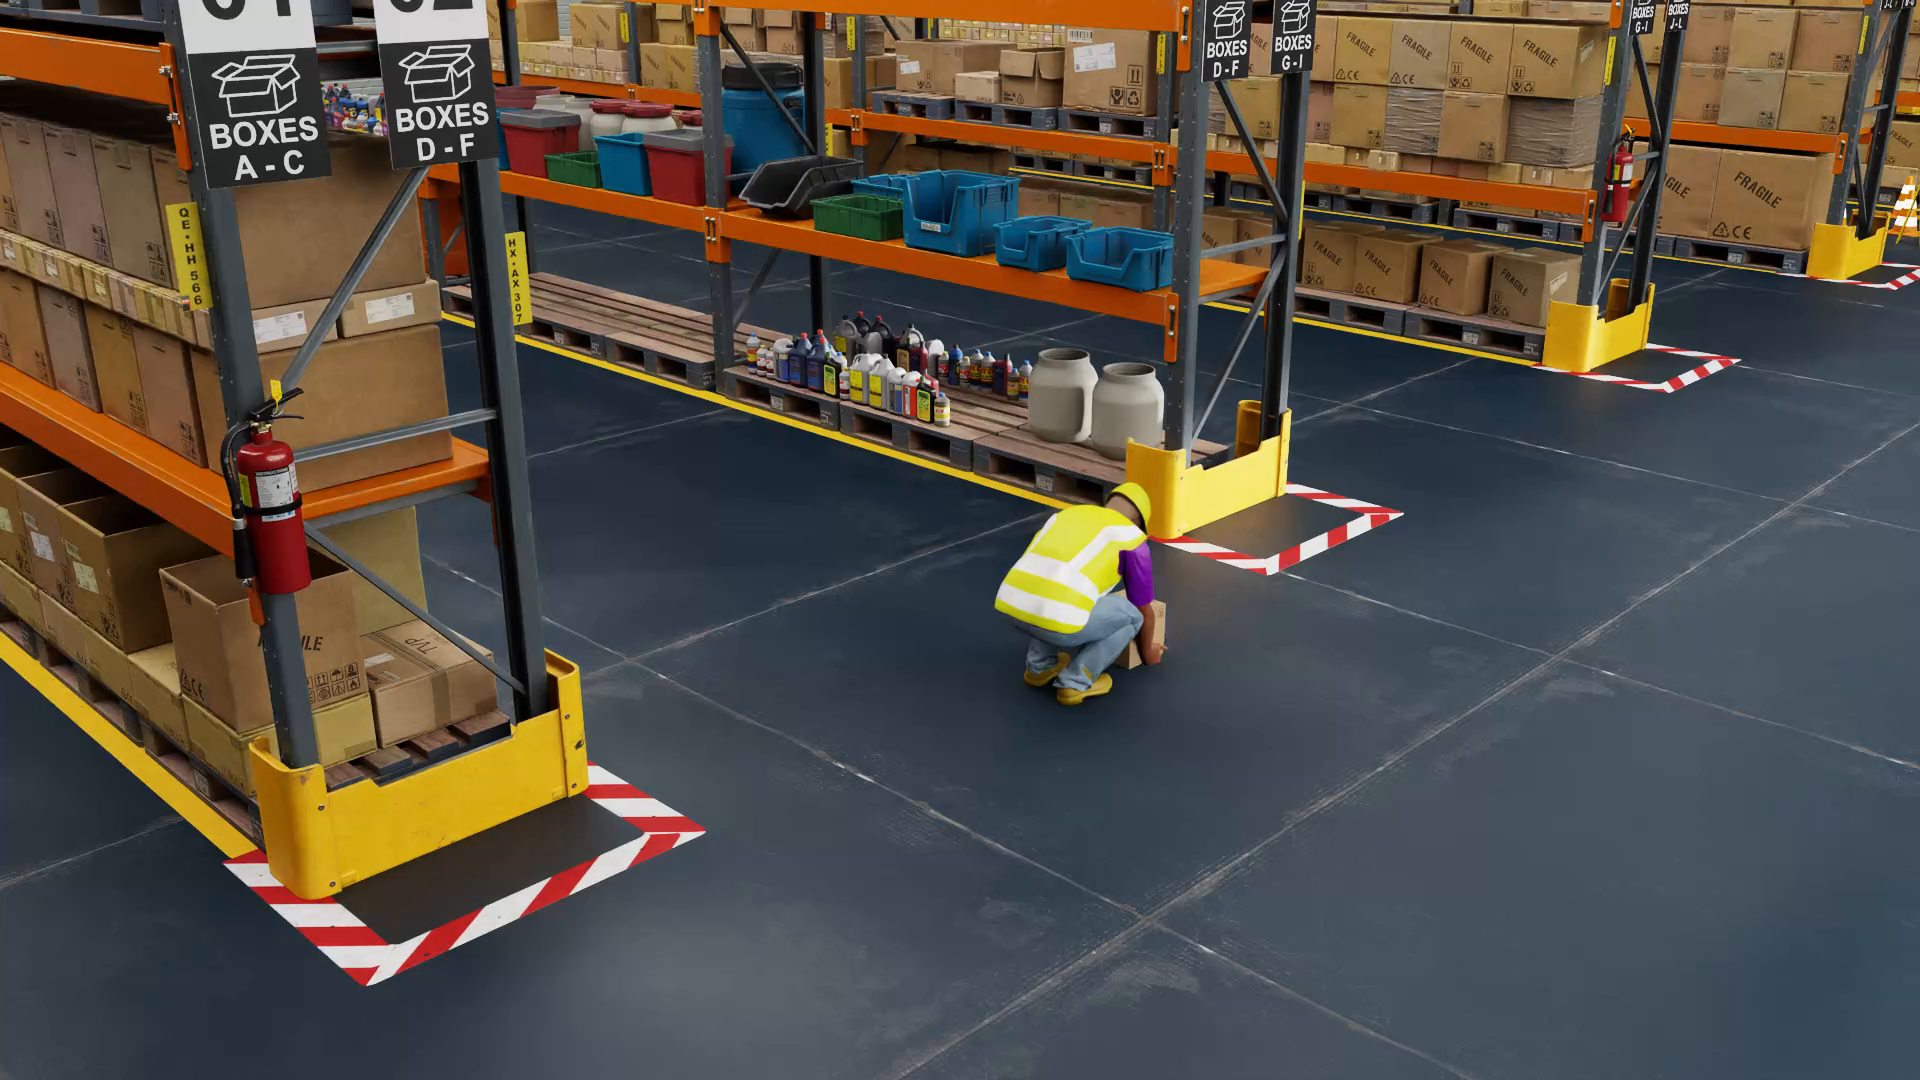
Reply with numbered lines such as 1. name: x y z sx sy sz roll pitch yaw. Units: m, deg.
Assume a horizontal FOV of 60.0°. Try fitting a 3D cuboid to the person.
1. person: 0.537 0.264 7.344 0.546 0.893 0.929 18 27 40
